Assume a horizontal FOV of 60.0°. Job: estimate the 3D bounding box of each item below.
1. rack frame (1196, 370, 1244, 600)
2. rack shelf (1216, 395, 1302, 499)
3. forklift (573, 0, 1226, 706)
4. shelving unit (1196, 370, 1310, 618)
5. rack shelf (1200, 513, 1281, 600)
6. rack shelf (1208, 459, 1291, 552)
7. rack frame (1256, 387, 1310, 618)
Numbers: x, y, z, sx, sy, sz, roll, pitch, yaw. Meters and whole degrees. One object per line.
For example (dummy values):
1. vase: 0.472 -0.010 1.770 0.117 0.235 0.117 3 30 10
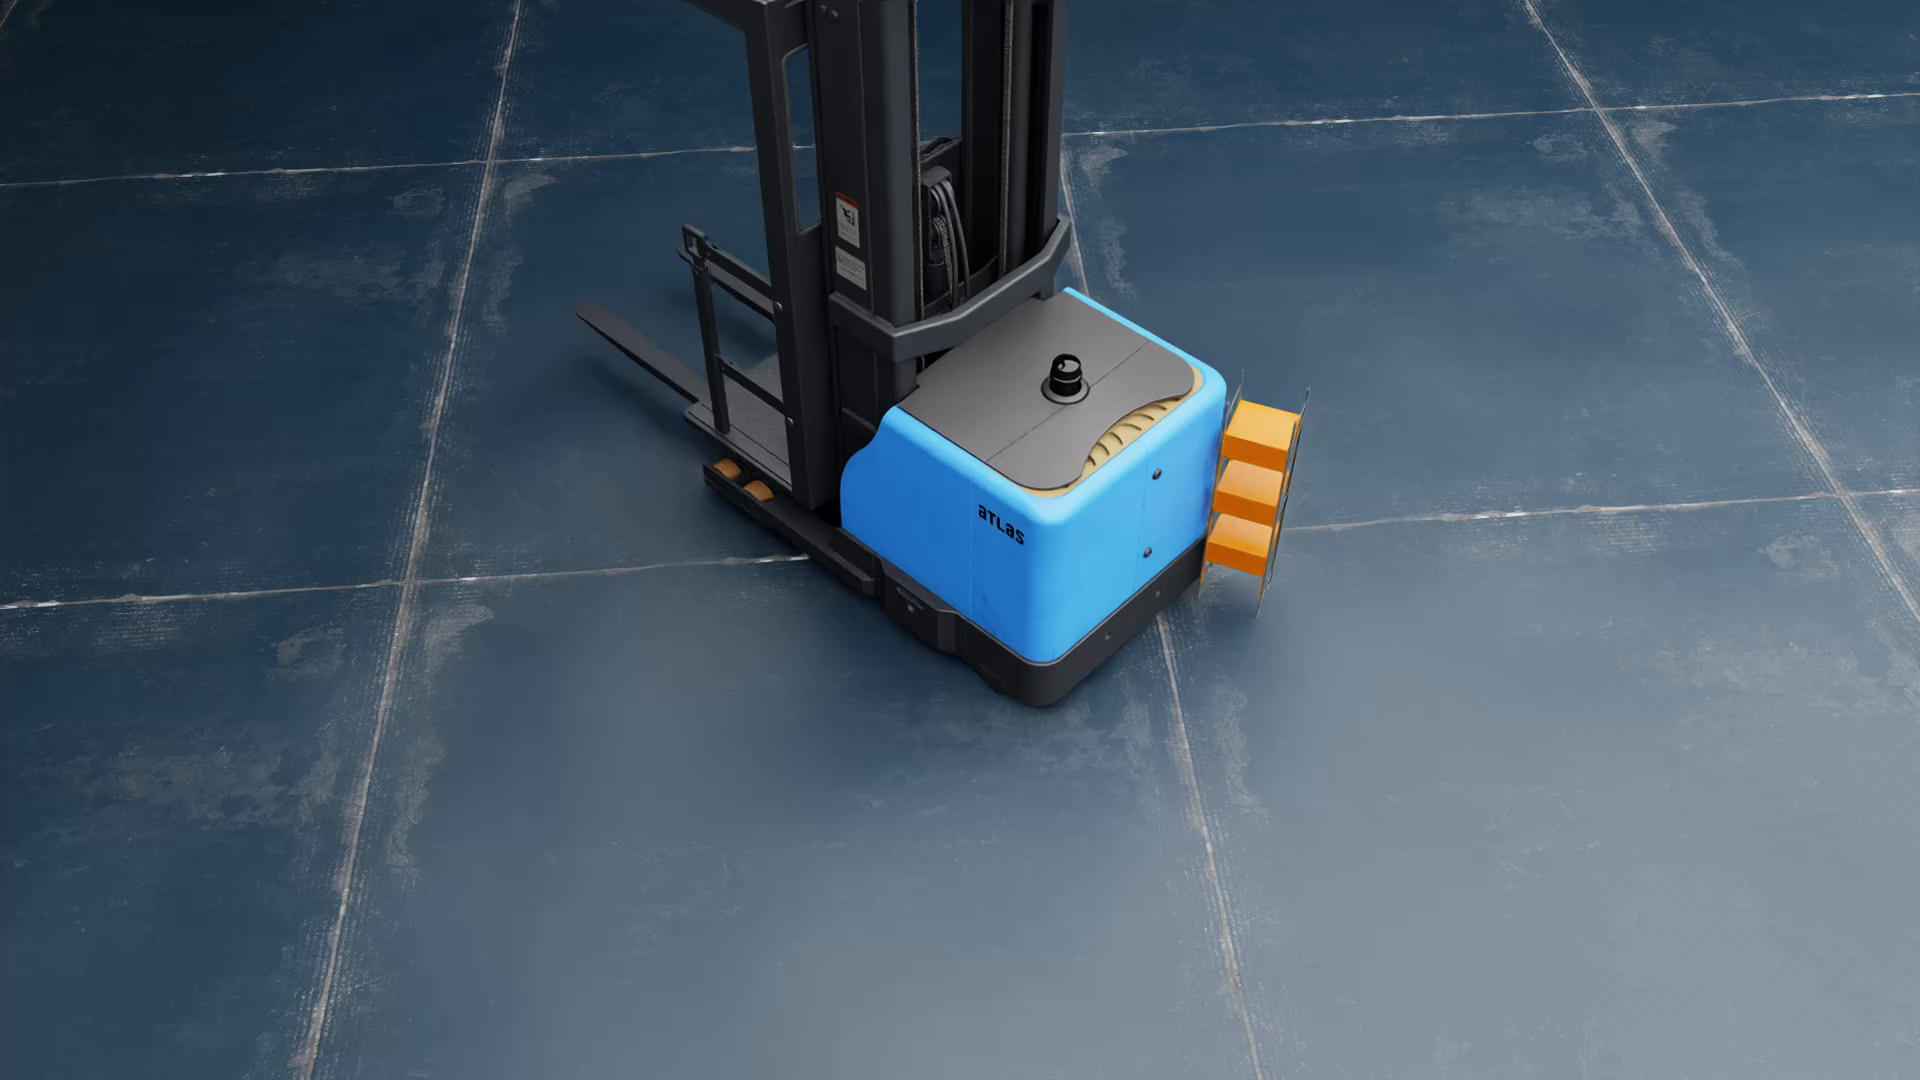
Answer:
1. rack frame: 0.988 -0.187 6.341 0.008 1.050 0.200 17 49 15
2. rack shelf: 1.101 -0.341 6.111 0.240 0.259 0.215 17 49 15
3. forklift: -0.439 -1.339 6.136 3.031 2.935 1.130 35 55 28
4. shelving unit: 1.101 -0.154 6.309 0.252 1.050 0.215 17 49 15
5. rack shelf: 1.101 0.045 6.518 0.240 0.259 0.215 17 49 15
6. rack shelf: 1.101 -0.146 6.317 0.240 0.259 0.215 17 49 15
7. rack frame: 1.213 -0.120 6.277 0.008 1.050 0.200 17 49 15
